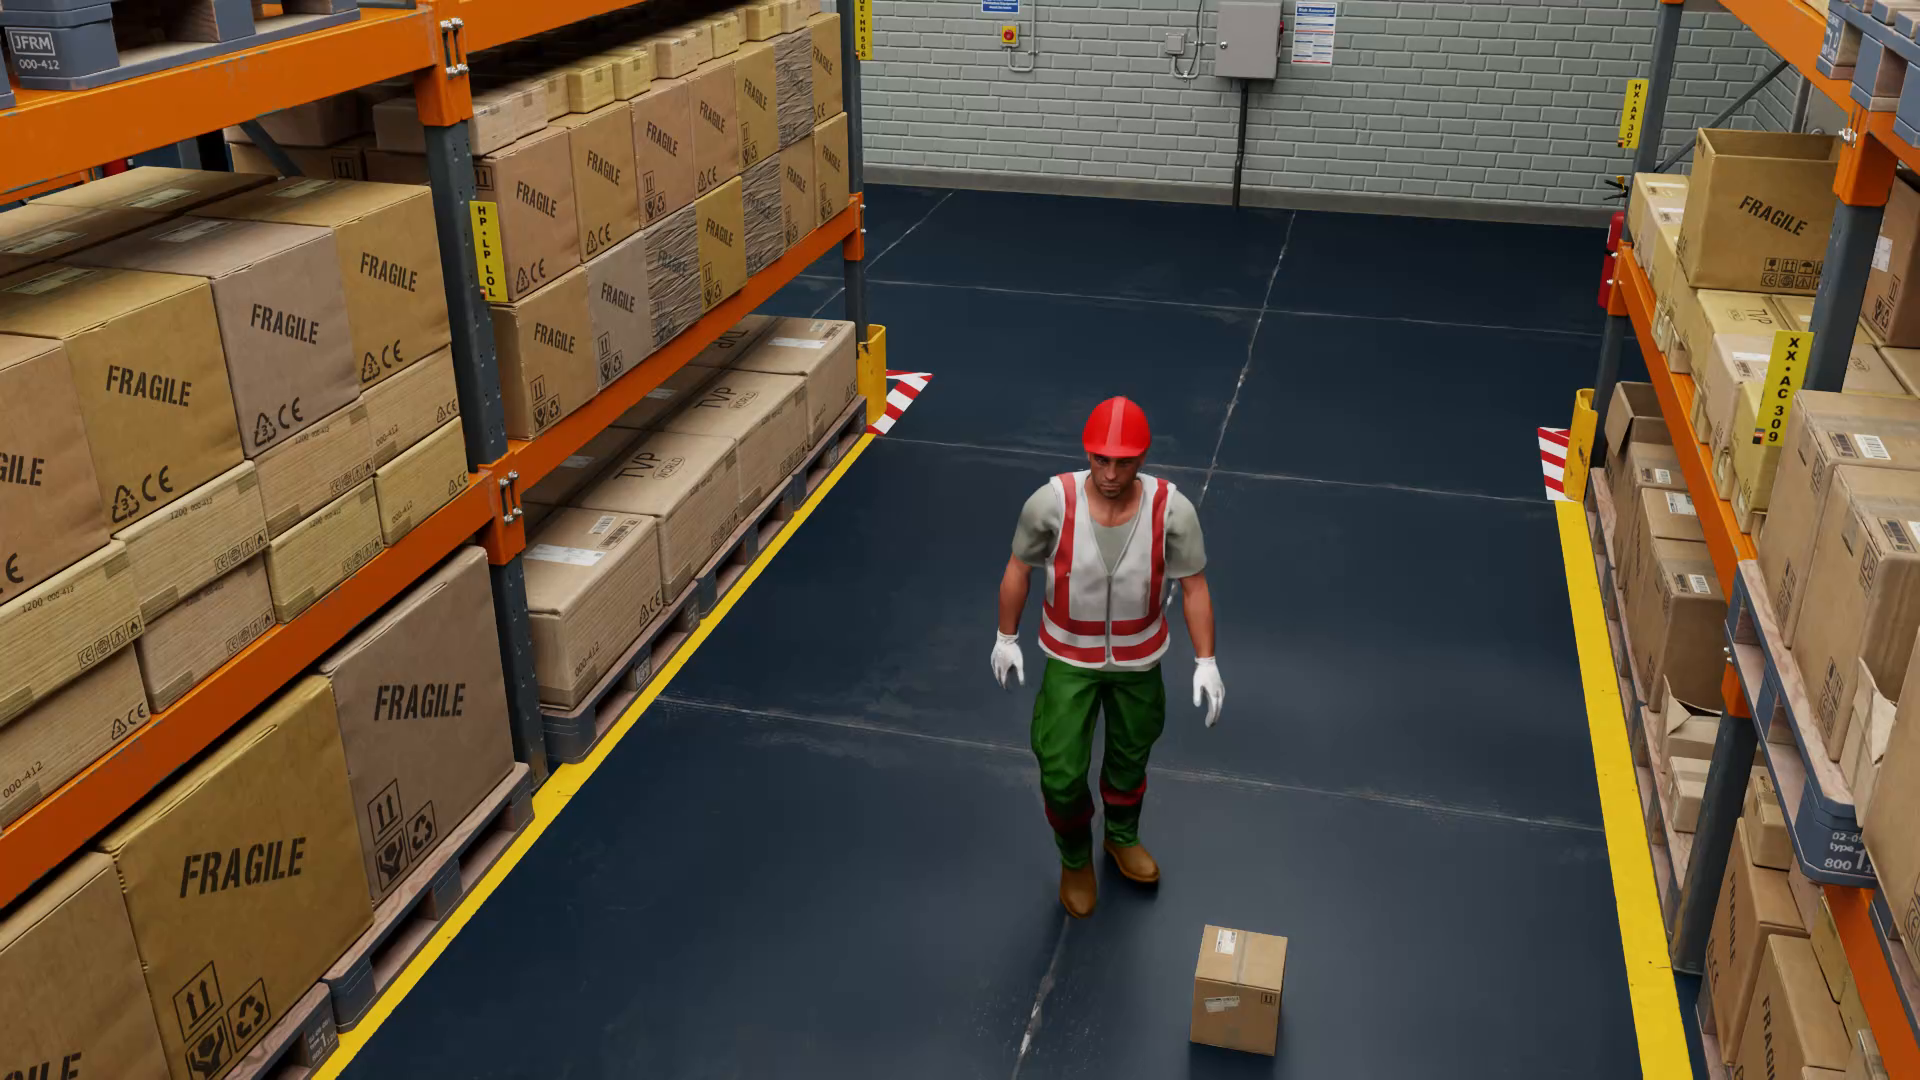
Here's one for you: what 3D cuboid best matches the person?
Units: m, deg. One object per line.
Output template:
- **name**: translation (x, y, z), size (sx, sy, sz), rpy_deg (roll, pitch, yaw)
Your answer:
- **person**: translation (0.394, 0.505, 5.017), size (0.644, 1.736, 1.087), rpy_deg (3, 25, 6)
